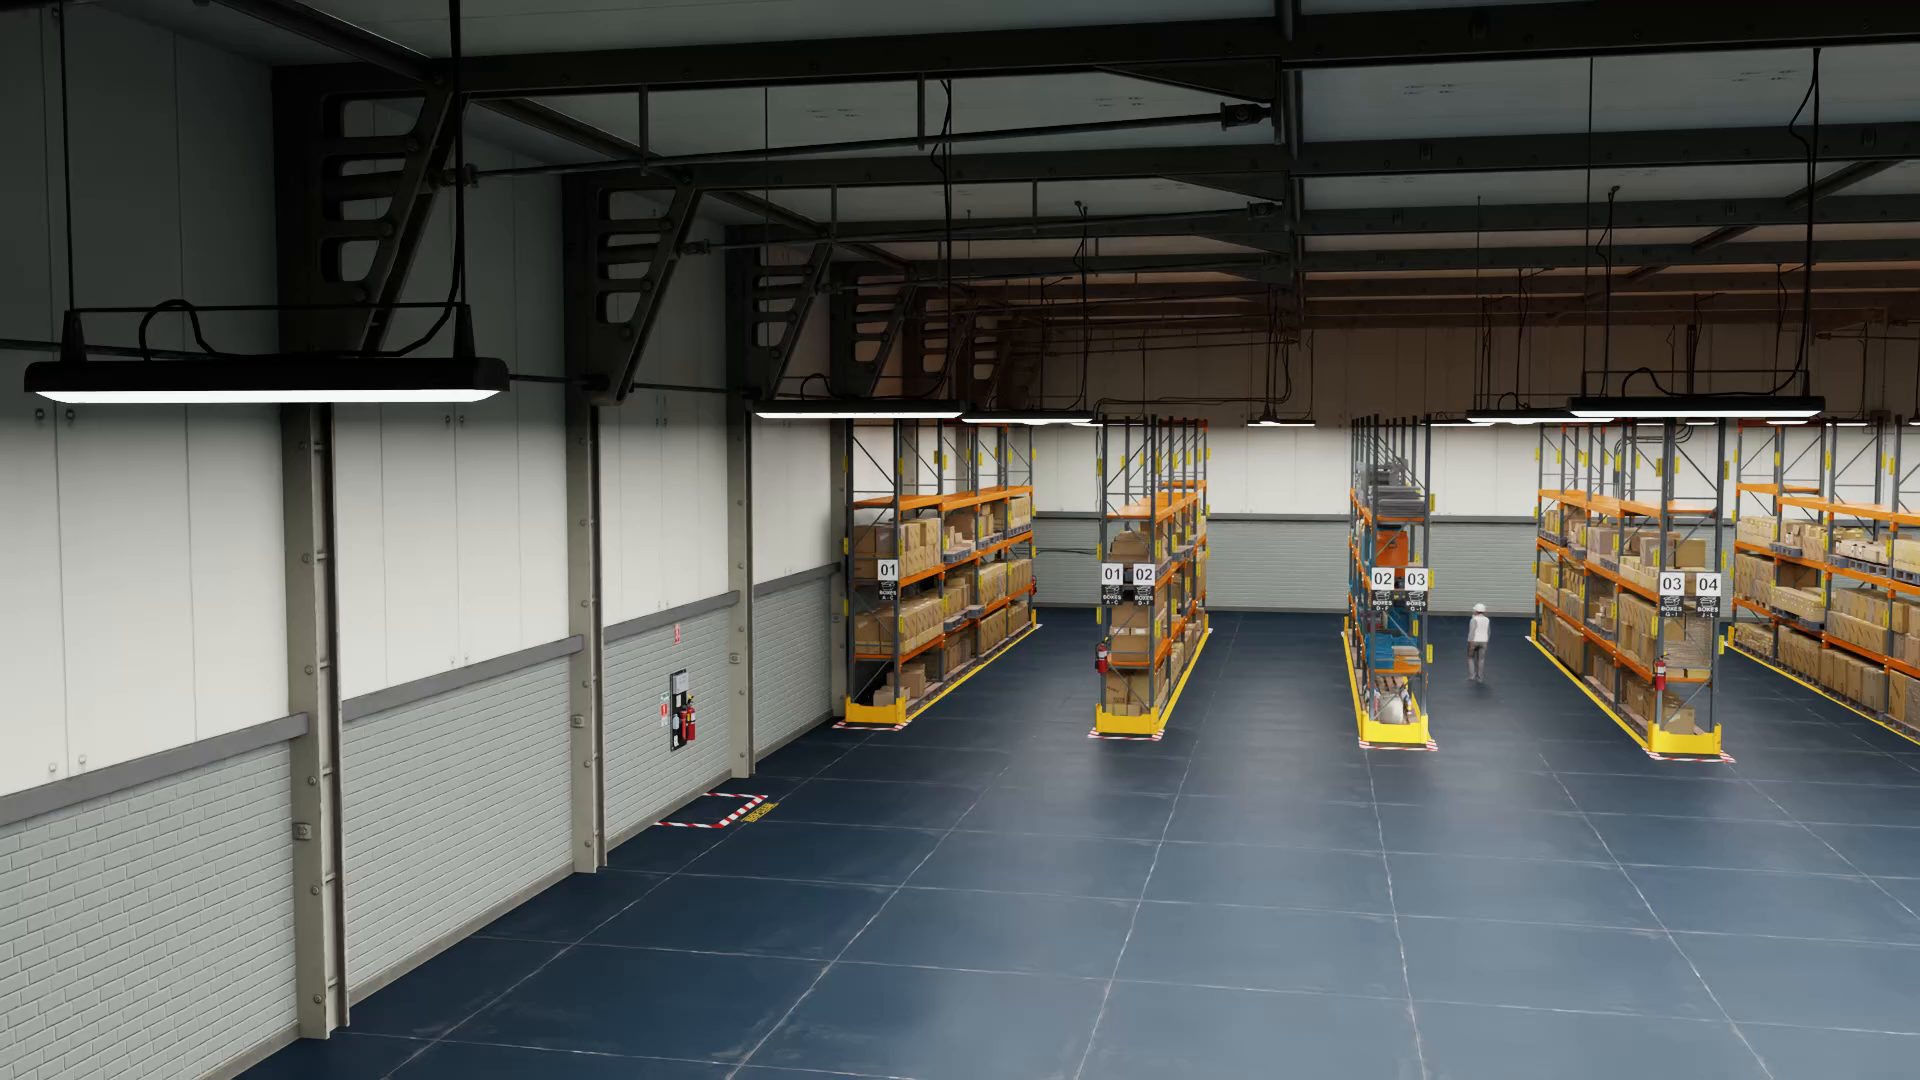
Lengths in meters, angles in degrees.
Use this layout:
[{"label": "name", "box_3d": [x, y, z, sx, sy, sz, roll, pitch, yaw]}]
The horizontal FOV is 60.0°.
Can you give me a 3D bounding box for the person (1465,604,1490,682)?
[{"label": "person", "box_3d": [11.759, 2.358, 37.666, 0.514, 1.821, 0.613, 0, 4, 6]}]
